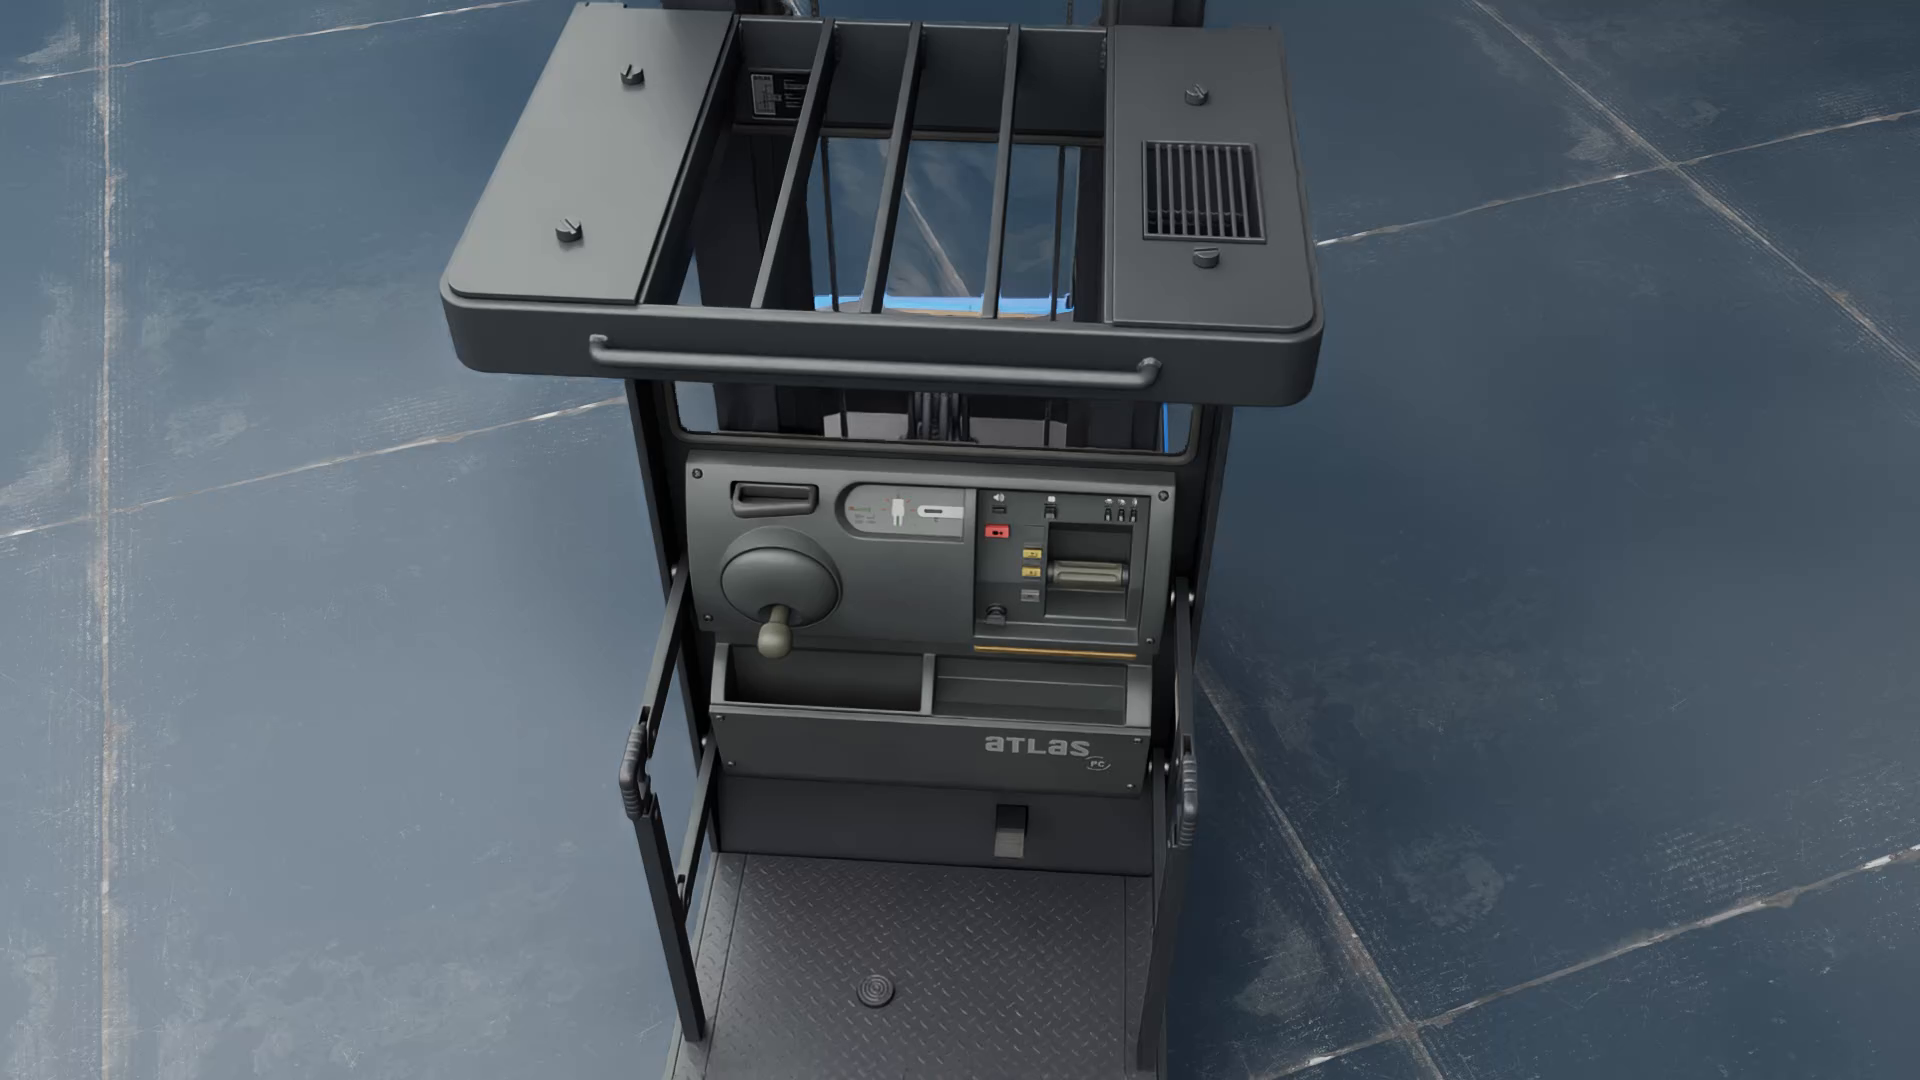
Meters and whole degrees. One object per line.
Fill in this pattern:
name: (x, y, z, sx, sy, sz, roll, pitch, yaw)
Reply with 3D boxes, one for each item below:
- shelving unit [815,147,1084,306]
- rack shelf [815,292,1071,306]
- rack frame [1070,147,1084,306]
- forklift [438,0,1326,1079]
shelving unit: (-0.162, -0.642, 4.831, 1.048, 1.500, 0.538, 1, 45, 1)
rack shelf: (-0.162, -0.515, 4.958, 1.000, 0.185, 0.538, 1, 45, 1)
rack frame: (0.347, -0.635, 4.824, 0.032, 1.500, 0.500, 1, 45, 1)
forklift: (-0.073, 0.137, 3.044, 1.130, 2.935, 3.031, 3, 45, 3)
